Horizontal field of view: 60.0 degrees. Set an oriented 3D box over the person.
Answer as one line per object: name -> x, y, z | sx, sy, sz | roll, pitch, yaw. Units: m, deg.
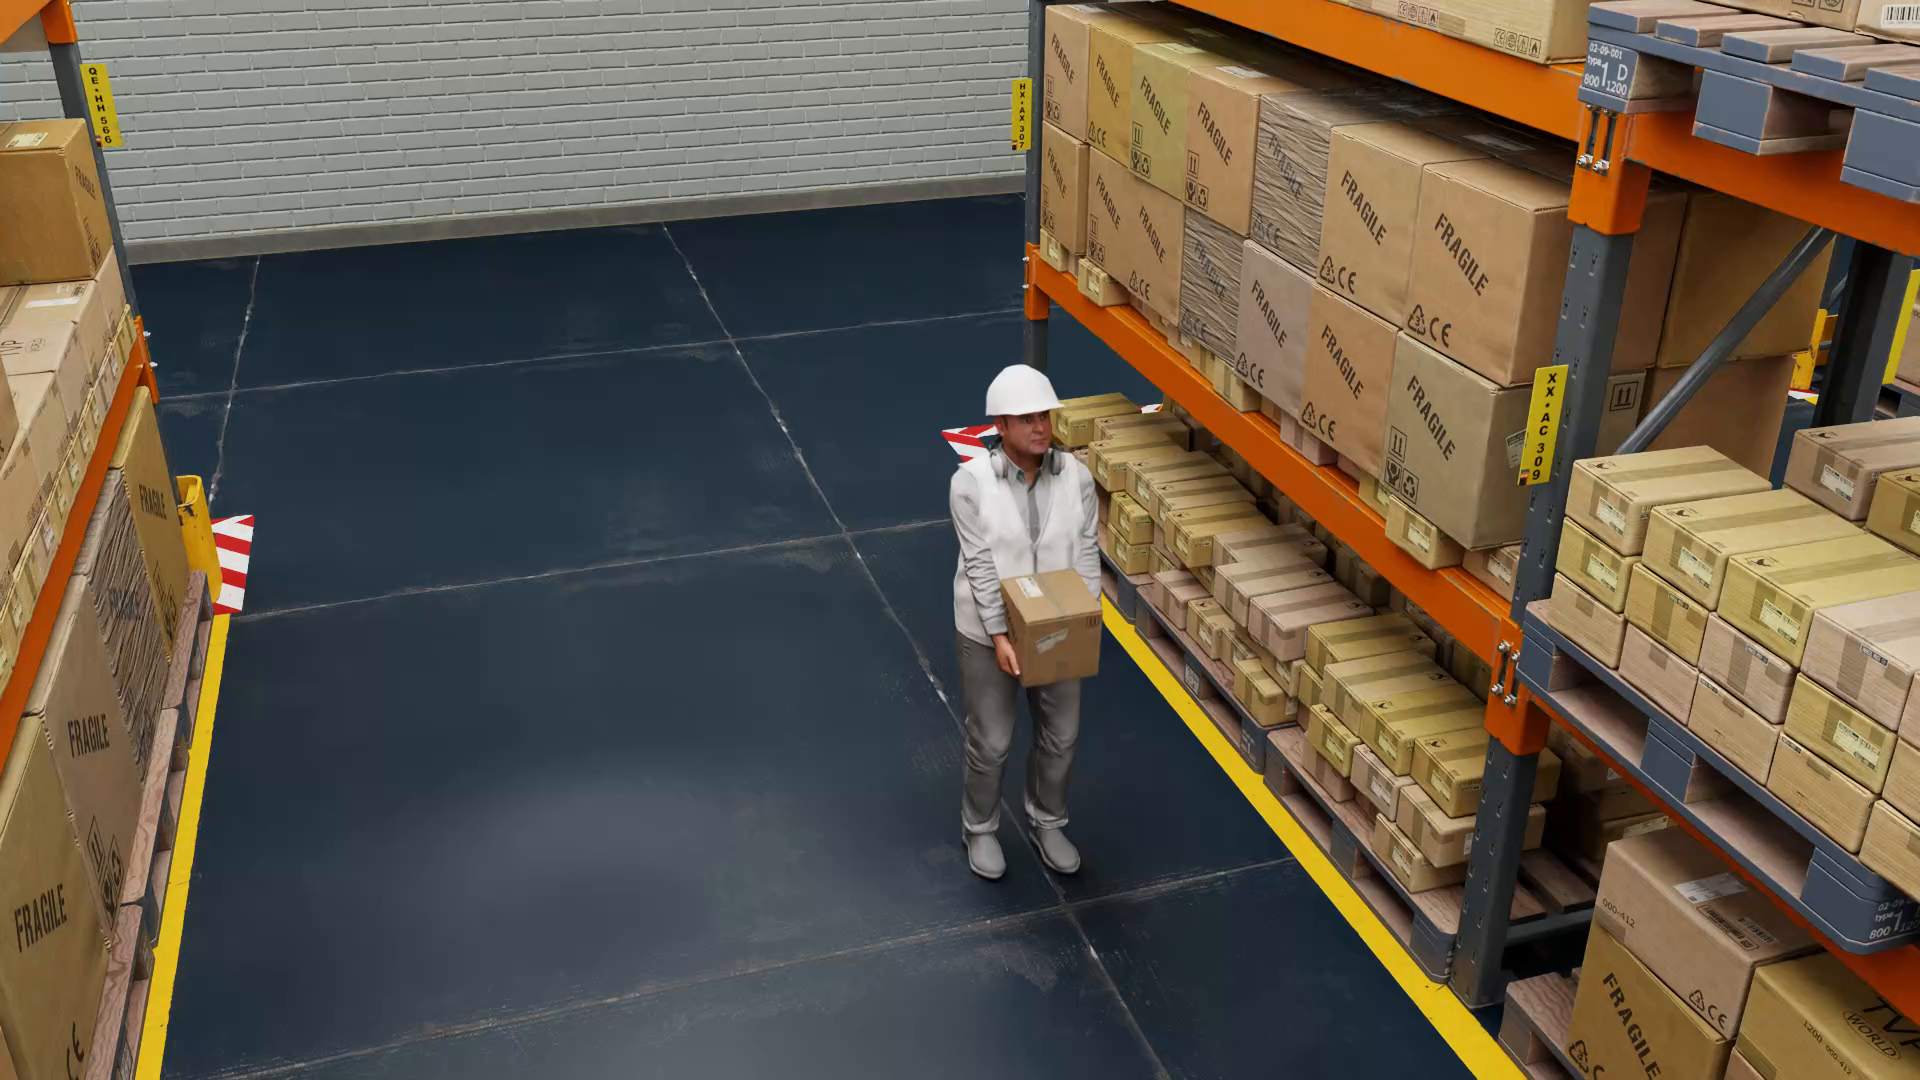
person -> 0.238, 0.318, 5.448 | 0.494, 1.762, 0.556 | -8, 27, -16
